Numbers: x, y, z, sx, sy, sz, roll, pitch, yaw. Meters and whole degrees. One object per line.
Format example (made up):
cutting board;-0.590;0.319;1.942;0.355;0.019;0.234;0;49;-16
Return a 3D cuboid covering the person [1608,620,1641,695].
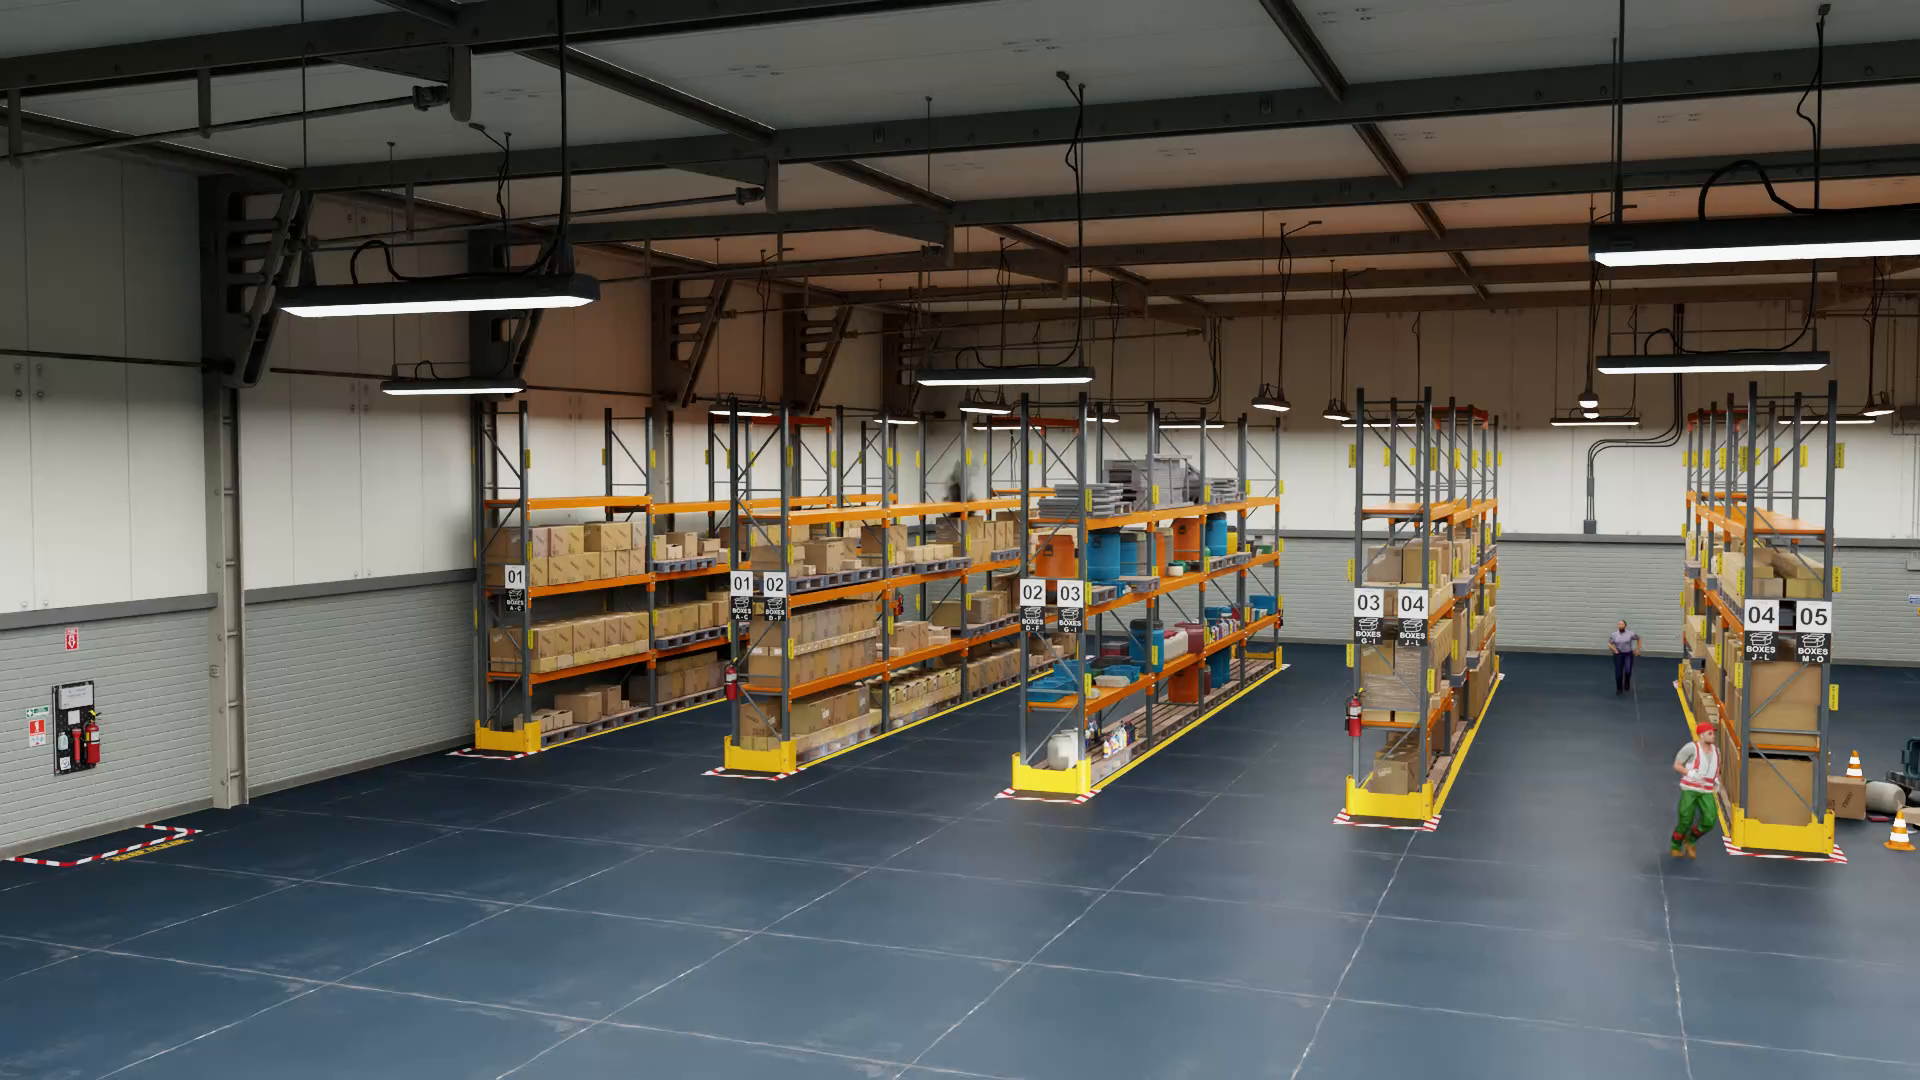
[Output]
person;14.053;2.492;35.193;0.632;1.605;0.686;1;3;28

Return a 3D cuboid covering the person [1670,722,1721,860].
person;9.234;3.125;20.680;0.662;1.721;0.591;0;3;-1

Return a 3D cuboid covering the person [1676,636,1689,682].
person;16.539;2.397;37.457;0.812;1.596;0.538;0;3;-4
